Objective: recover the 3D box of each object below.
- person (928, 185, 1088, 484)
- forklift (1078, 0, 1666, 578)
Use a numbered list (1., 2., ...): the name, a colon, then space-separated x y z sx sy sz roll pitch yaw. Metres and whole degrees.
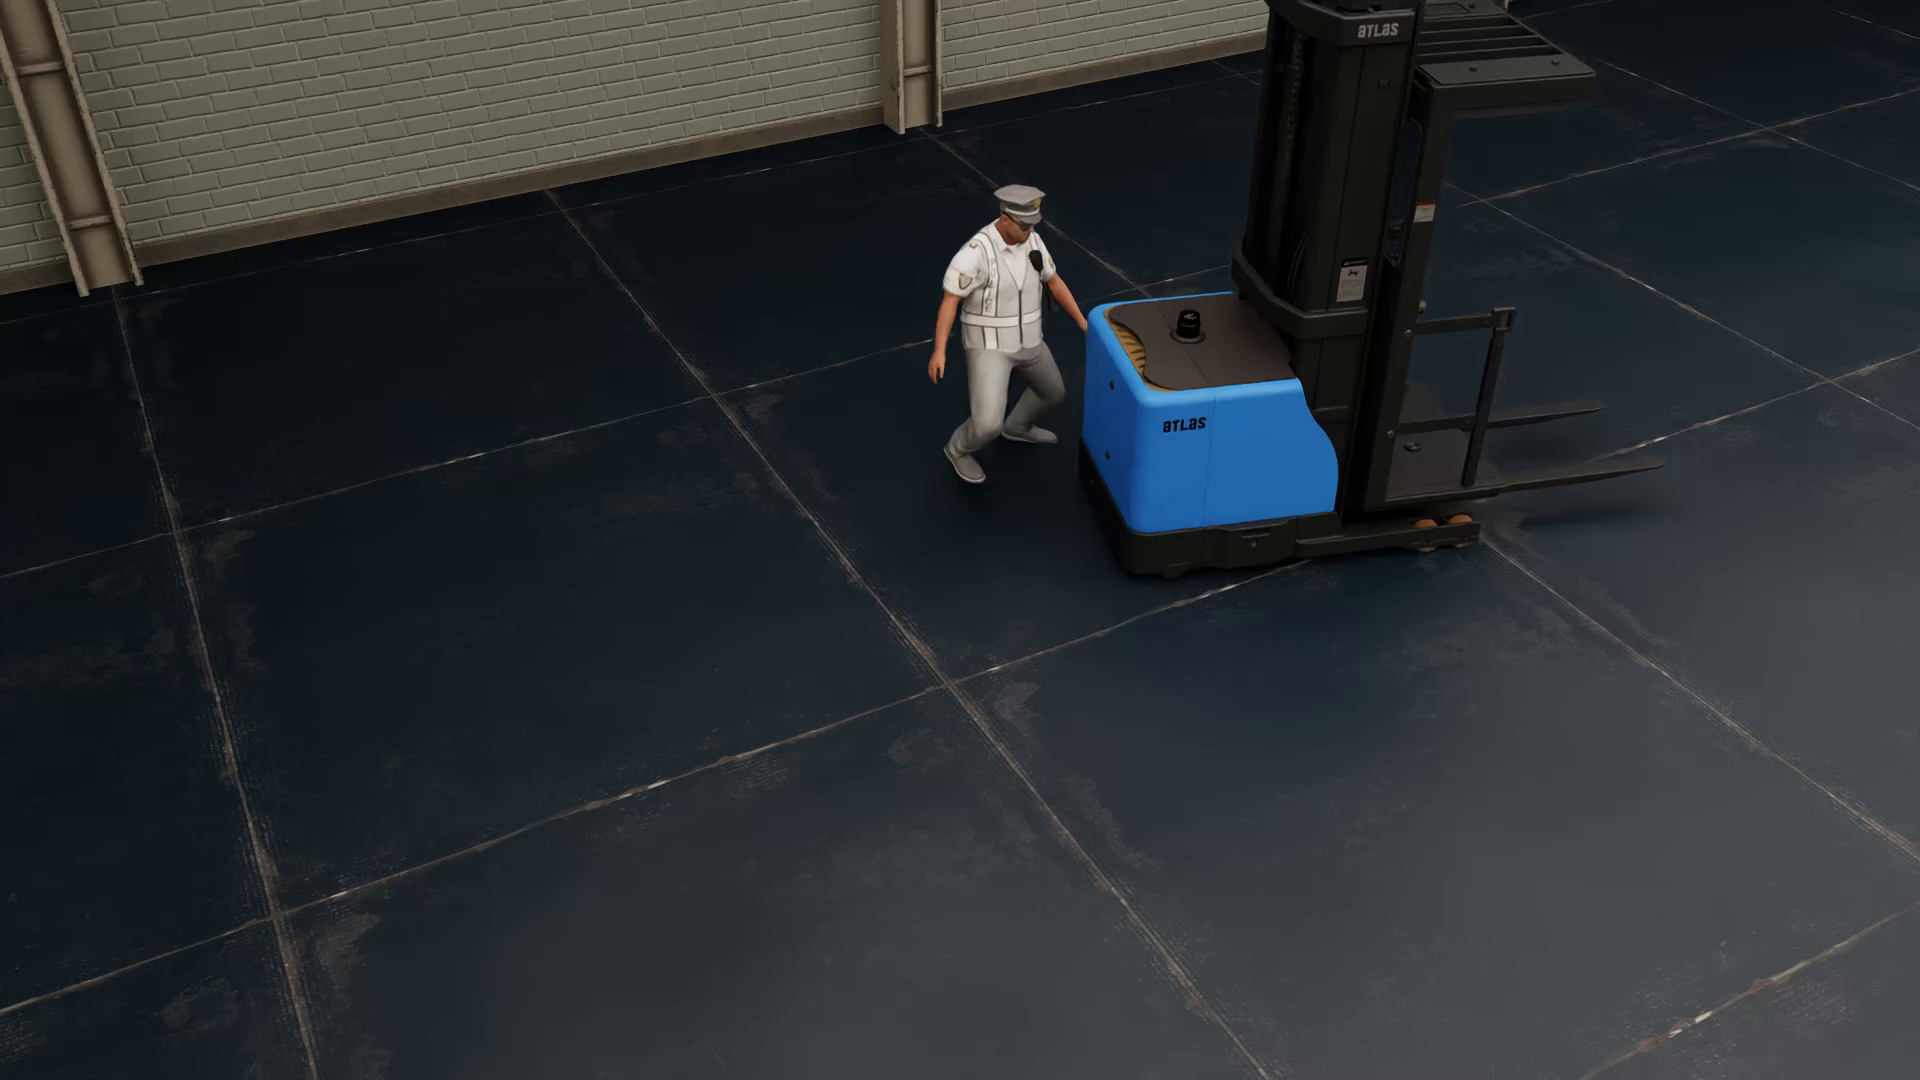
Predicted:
1. person: 0.254 -1.063 8.771 0.947 1.648 0.606 -20 40 -26
2. forklift: 2.211 -1.430 8.146 3.031 2.935 1.130 -7 36 -10
